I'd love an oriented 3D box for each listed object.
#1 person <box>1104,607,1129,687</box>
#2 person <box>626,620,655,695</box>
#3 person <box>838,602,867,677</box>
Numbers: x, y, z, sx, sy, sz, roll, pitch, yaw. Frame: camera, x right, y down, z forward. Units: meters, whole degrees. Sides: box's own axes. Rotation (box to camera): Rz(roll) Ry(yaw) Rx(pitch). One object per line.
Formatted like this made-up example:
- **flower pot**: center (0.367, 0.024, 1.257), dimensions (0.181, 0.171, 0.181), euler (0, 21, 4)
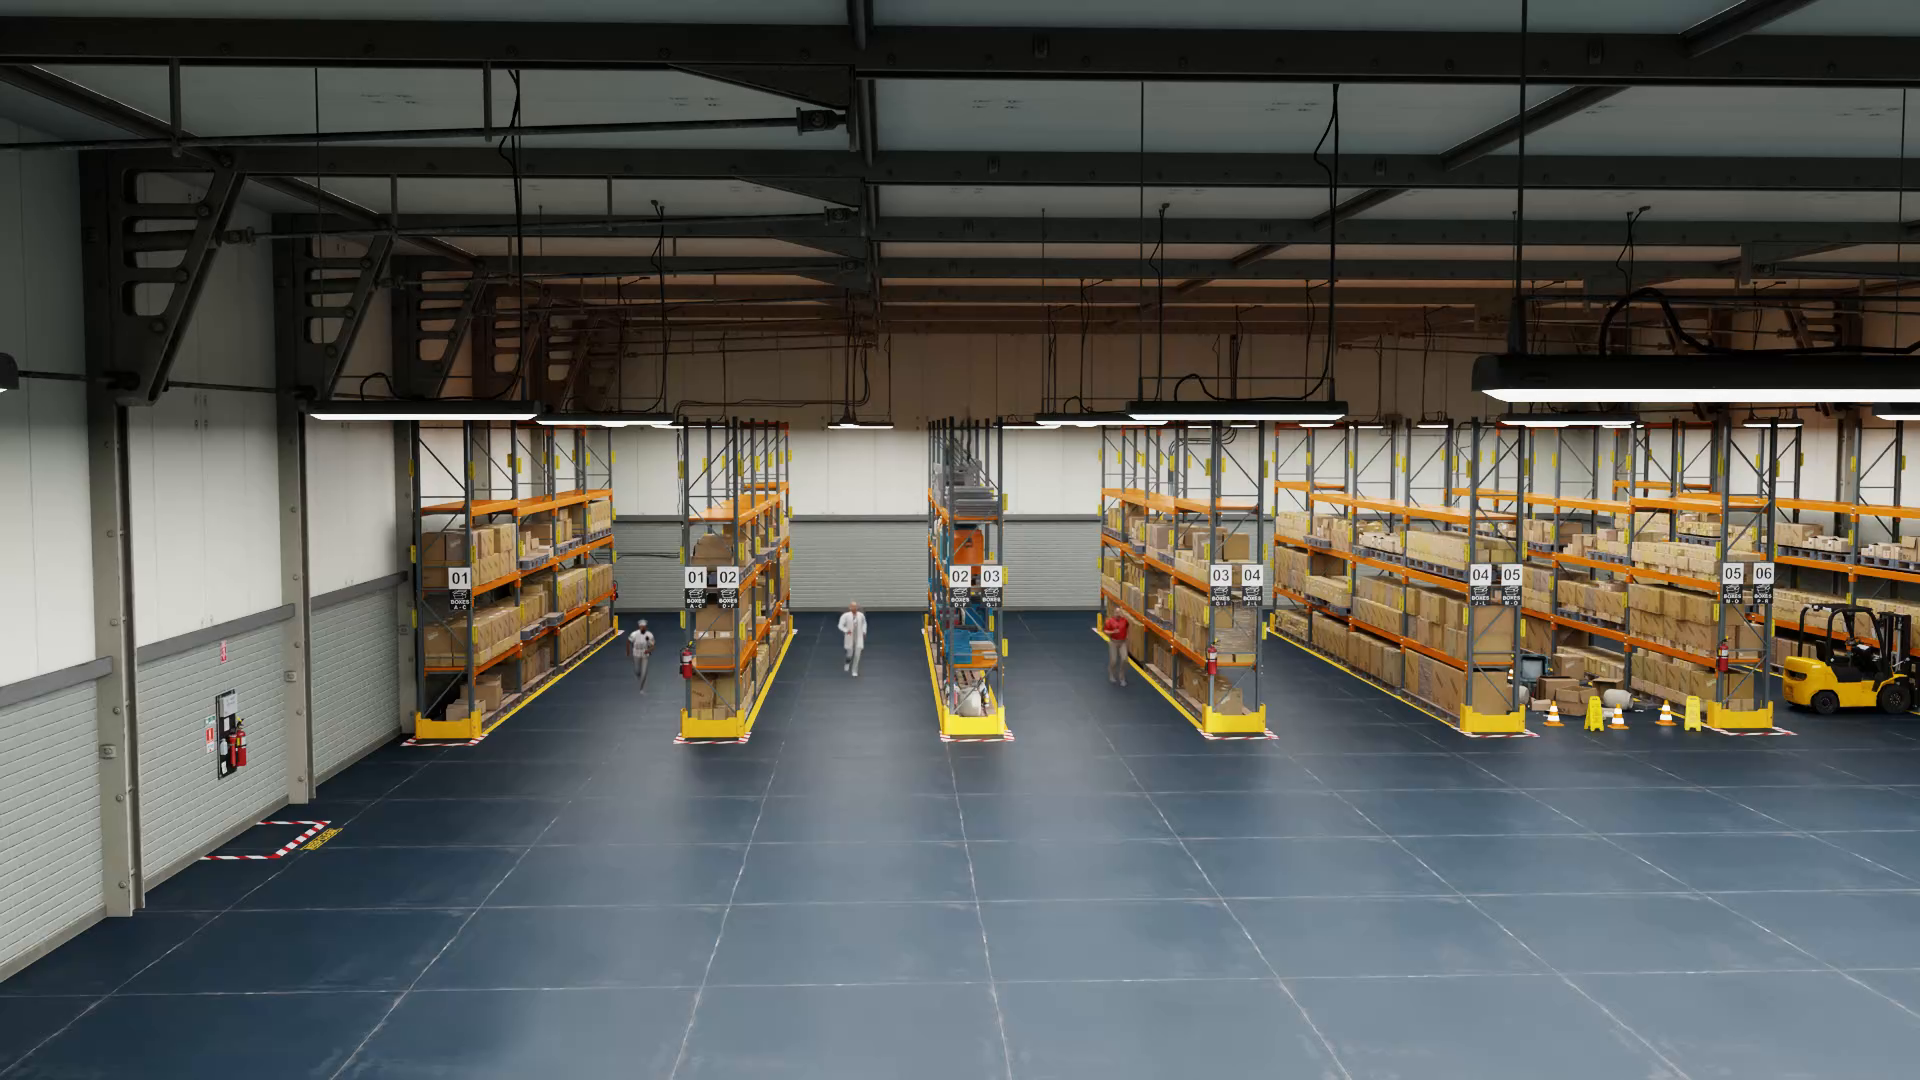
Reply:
- **person**: center (3.566, 2.407, 37.611), dimensions (0.642, 1.787, 0.762), euler (0, 4, -8)
- **person**: center (-6.964, 2.552, 36.279), dimensions (0.615, 1.649, 0.643), euler (-1, 4, -11)
- **person**: center (-2.499, 2.311, 38.933), dimensions (0.709, 1.736, 0.751), euler (-1, 4, -18)
